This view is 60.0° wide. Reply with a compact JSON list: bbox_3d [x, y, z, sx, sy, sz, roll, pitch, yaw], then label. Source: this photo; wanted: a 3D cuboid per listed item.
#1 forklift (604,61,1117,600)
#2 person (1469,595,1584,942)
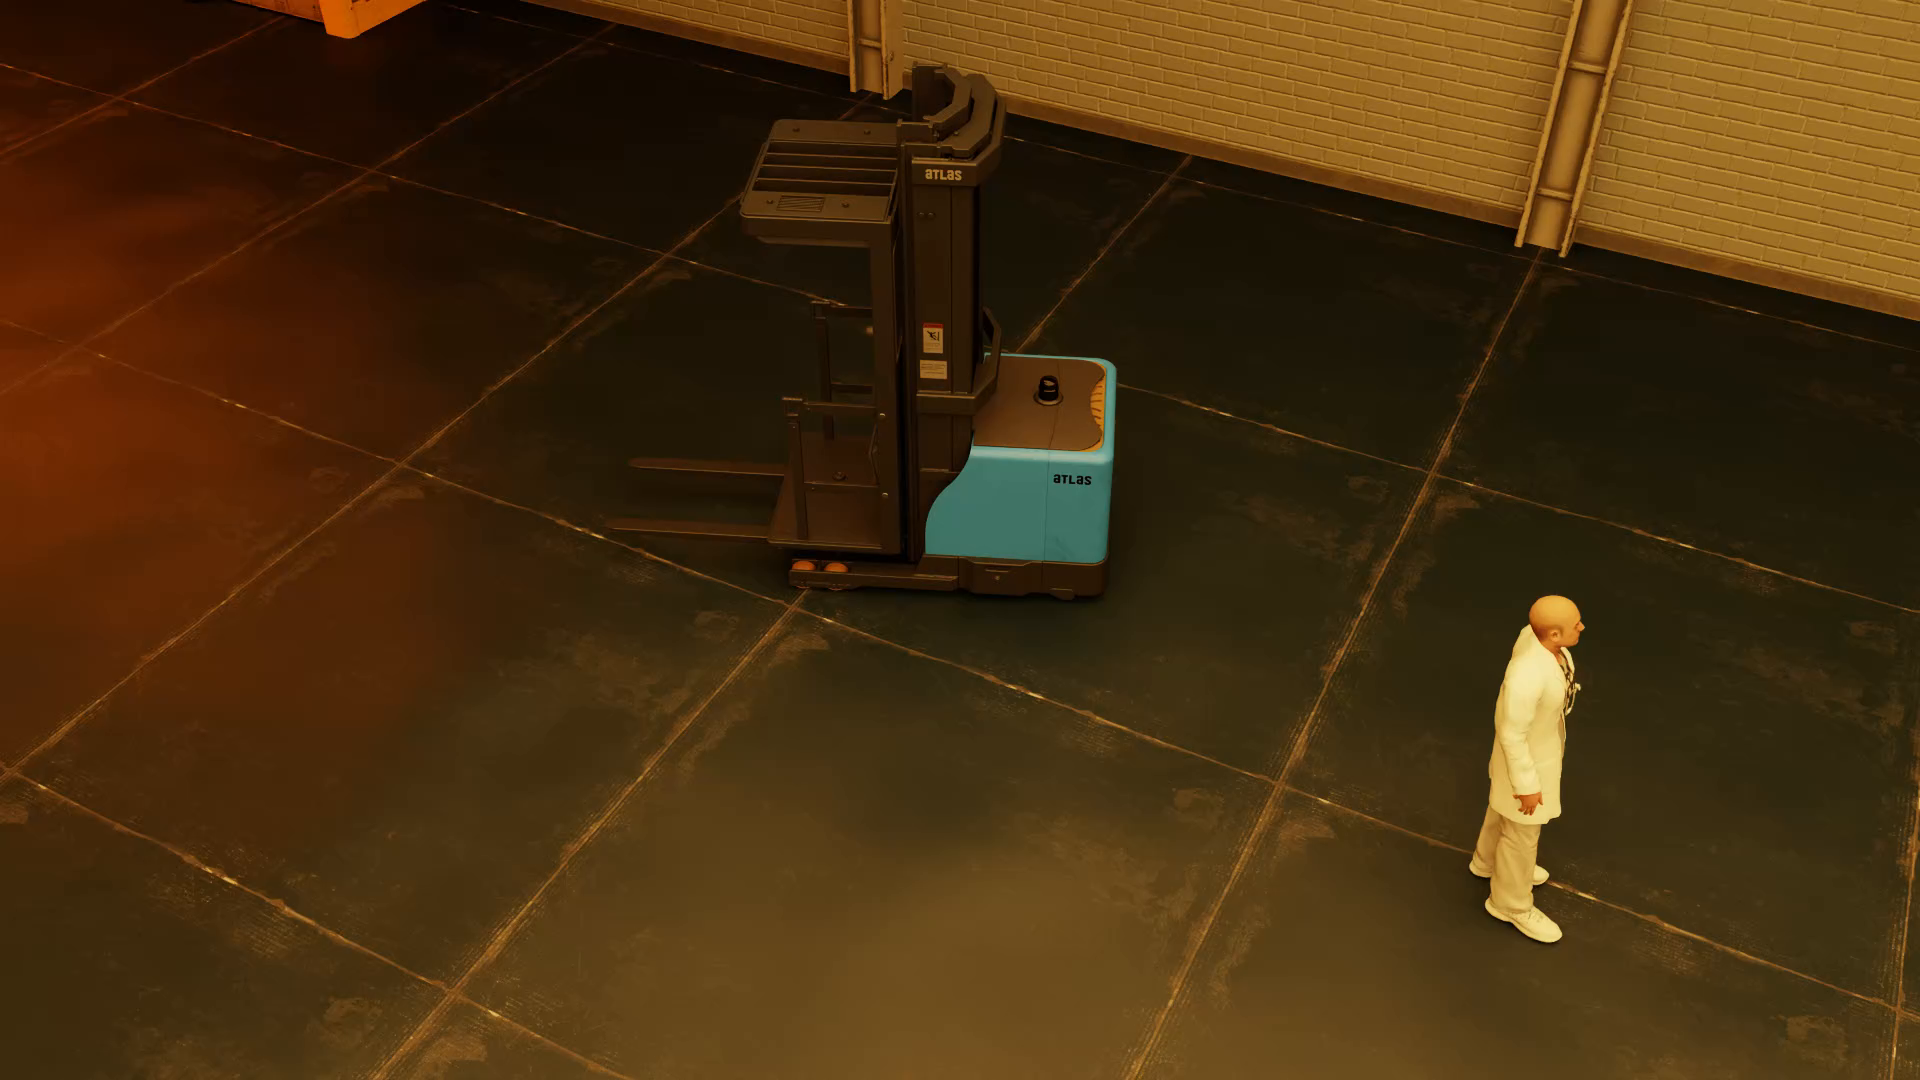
[{"bbox_3d":[-0.606,-1.157,9.360,3.031,2.935,1.130,3,40,4],"label":"forklift"},{"bbox_3d":[2.717,1.005,7.677,0.579,1.778,0.698,16,43,18],"label":"person"}]
